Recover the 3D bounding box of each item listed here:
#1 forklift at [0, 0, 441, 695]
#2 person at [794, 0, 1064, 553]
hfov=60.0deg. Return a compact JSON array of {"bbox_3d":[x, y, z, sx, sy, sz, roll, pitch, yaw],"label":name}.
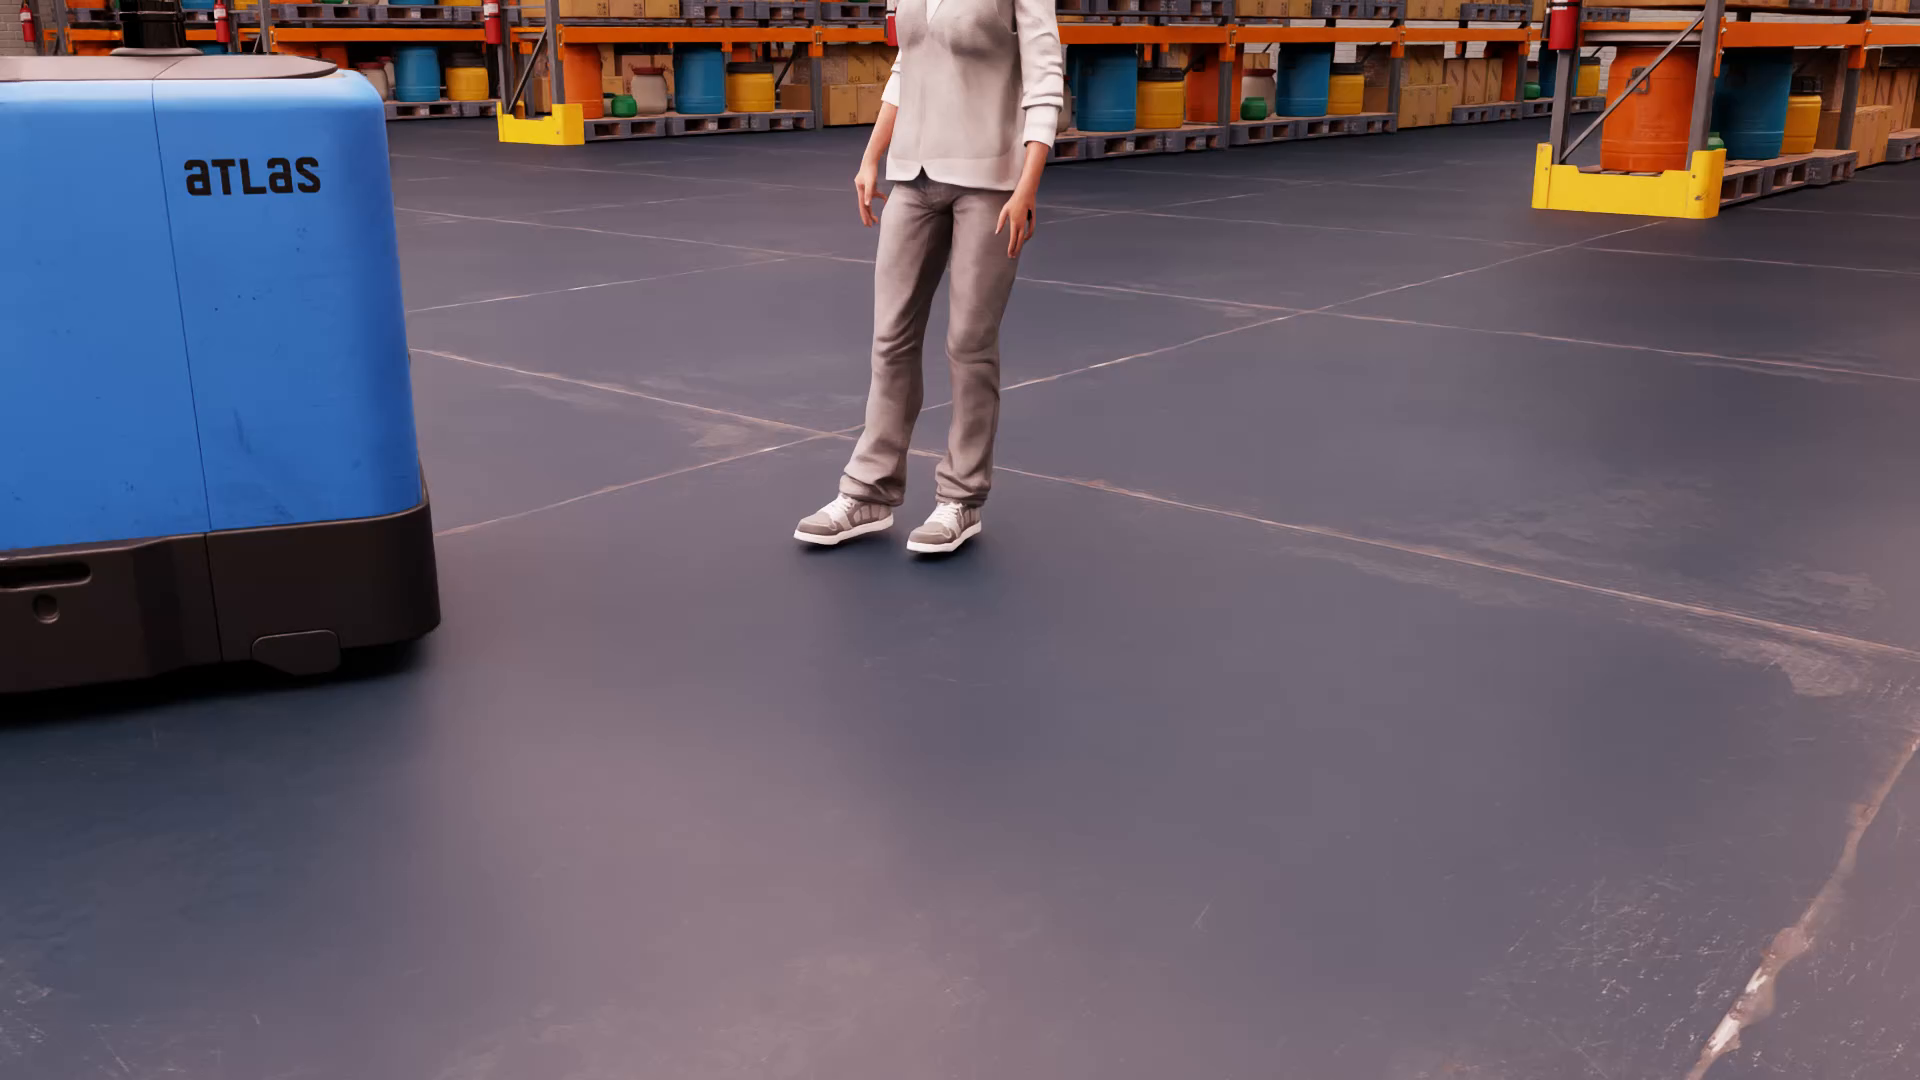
[{"bbox_3d":[-2.563,-1.144,2.666,3.031,2.935,1.130,-6,18,-19],"label":"forklift"},{"bbox_3d":[-0.057,-0.757,3.662,0.521,1.596,0.475,13,21,37],"label":"person"}]
